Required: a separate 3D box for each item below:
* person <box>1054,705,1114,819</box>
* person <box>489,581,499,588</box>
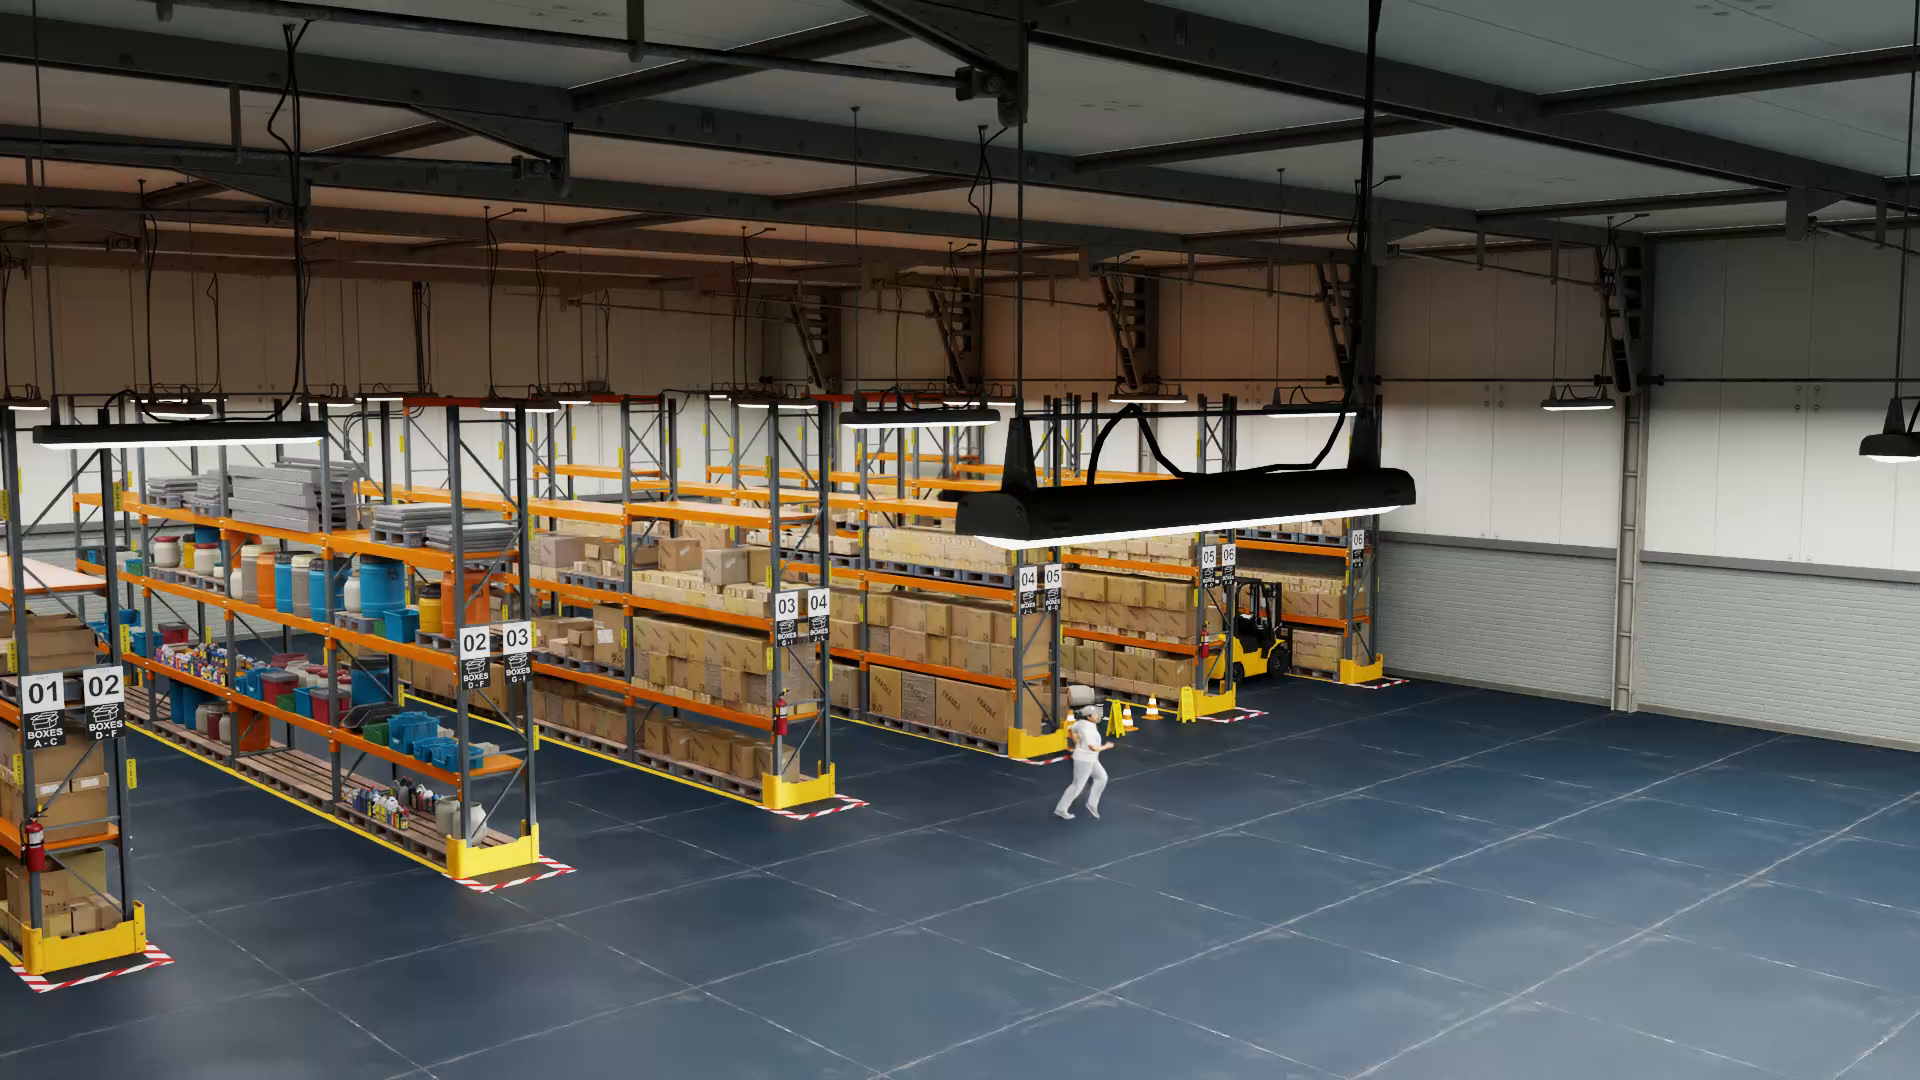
[{"bbox_3d":[1.784,3.204,23.889,0.860,1.692,0.610,0,6,1],"label":"person"},{"bbox_3d":[-10.920,1.779,38.635,0.757,1.688,0.574,-2,6,-17],"label":"person"}]
